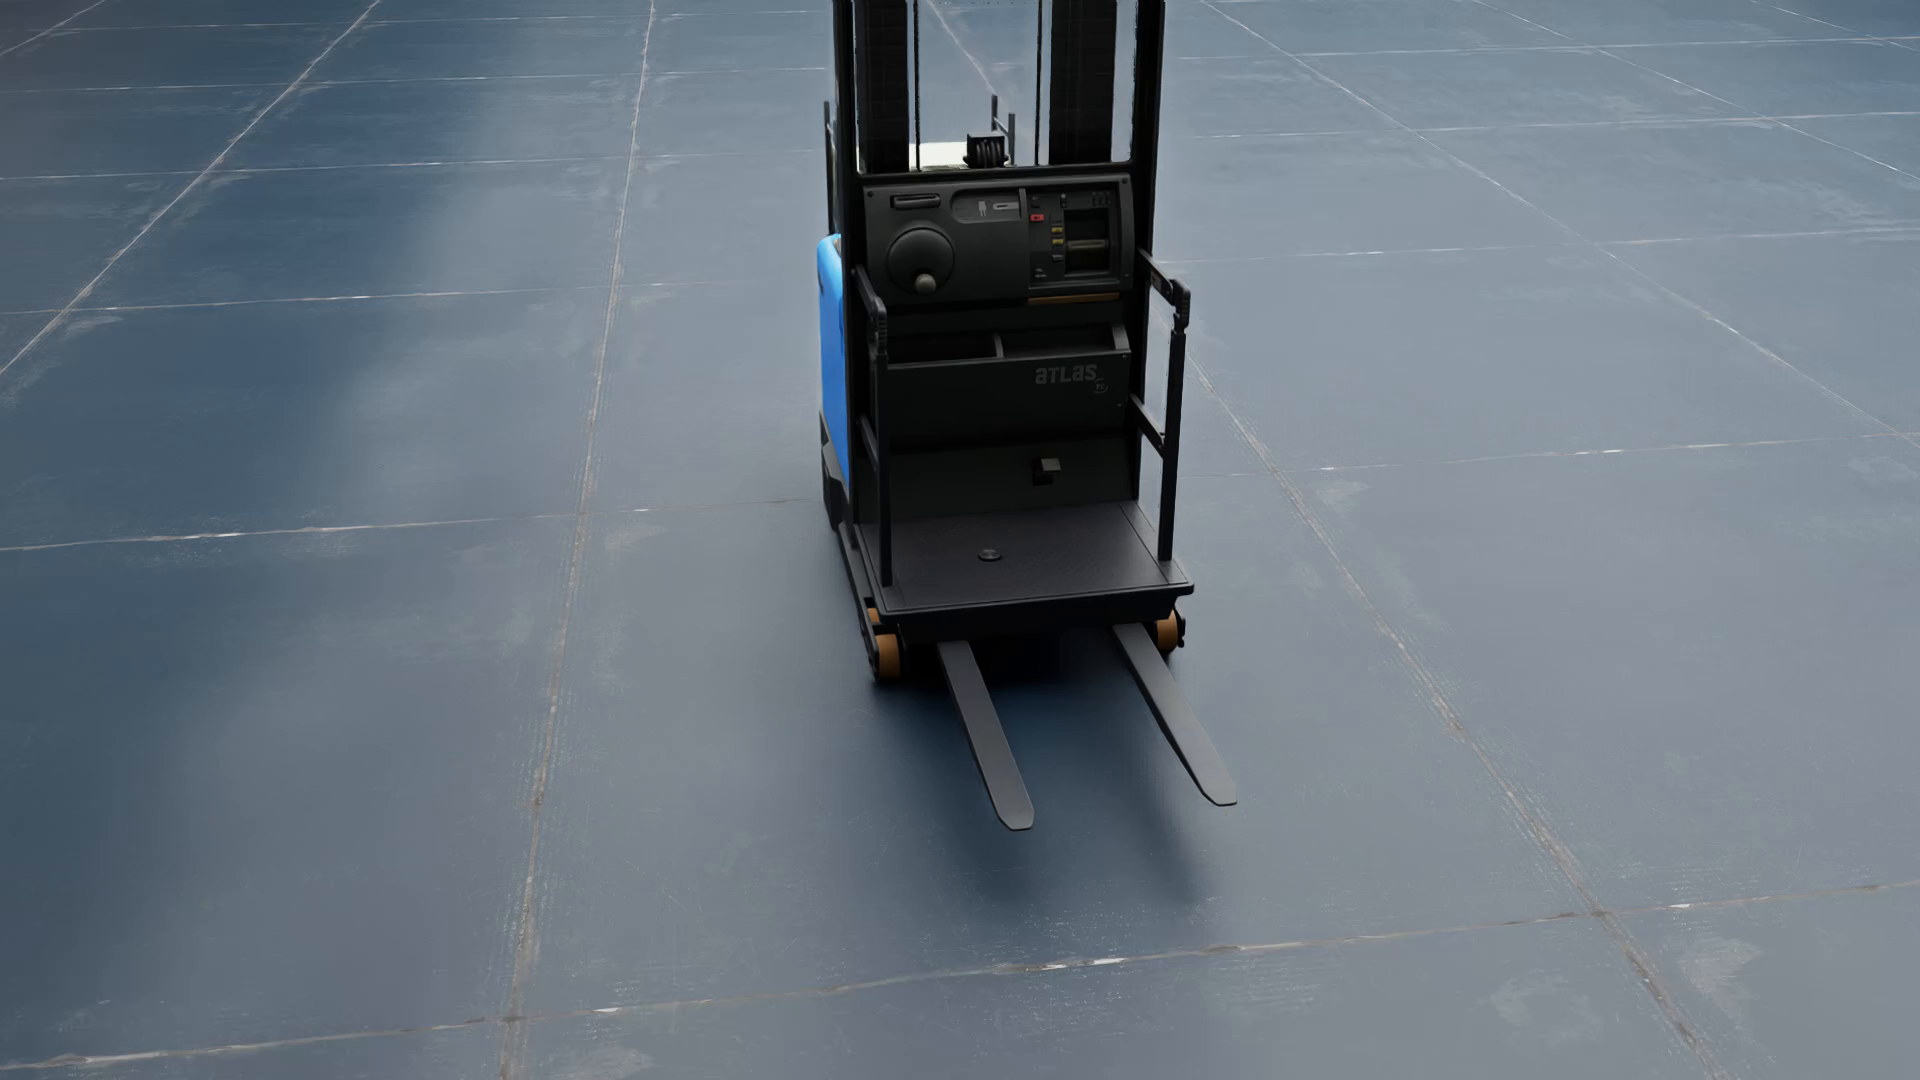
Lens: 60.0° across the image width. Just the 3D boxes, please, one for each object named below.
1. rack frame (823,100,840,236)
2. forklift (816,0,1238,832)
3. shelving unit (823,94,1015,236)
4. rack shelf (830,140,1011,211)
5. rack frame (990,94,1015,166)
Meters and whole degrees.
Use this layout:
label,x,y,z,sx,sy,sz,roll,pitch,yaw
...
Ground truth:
label,x,y,z,sx,sy,sz,roll,pitch,yaw
rack frame,-0.537,-1.128,7.295,0.023,1.500,0.400,-5,26,-9
forklift,0.181,-0.998,5.484,1.130,2.935,3.031,-5,28,-10
shelving unit,-0.177,-1.158,7.355,0.755,1.500,0.431,-5,26,-9
rack shelf,-0.179,-1.509,7.183,0.720,0.370,0.431,-5,26,-9
rack frame,0.183,-1.189,7.414,0.023,1.500,0.400,-5,26,-9
